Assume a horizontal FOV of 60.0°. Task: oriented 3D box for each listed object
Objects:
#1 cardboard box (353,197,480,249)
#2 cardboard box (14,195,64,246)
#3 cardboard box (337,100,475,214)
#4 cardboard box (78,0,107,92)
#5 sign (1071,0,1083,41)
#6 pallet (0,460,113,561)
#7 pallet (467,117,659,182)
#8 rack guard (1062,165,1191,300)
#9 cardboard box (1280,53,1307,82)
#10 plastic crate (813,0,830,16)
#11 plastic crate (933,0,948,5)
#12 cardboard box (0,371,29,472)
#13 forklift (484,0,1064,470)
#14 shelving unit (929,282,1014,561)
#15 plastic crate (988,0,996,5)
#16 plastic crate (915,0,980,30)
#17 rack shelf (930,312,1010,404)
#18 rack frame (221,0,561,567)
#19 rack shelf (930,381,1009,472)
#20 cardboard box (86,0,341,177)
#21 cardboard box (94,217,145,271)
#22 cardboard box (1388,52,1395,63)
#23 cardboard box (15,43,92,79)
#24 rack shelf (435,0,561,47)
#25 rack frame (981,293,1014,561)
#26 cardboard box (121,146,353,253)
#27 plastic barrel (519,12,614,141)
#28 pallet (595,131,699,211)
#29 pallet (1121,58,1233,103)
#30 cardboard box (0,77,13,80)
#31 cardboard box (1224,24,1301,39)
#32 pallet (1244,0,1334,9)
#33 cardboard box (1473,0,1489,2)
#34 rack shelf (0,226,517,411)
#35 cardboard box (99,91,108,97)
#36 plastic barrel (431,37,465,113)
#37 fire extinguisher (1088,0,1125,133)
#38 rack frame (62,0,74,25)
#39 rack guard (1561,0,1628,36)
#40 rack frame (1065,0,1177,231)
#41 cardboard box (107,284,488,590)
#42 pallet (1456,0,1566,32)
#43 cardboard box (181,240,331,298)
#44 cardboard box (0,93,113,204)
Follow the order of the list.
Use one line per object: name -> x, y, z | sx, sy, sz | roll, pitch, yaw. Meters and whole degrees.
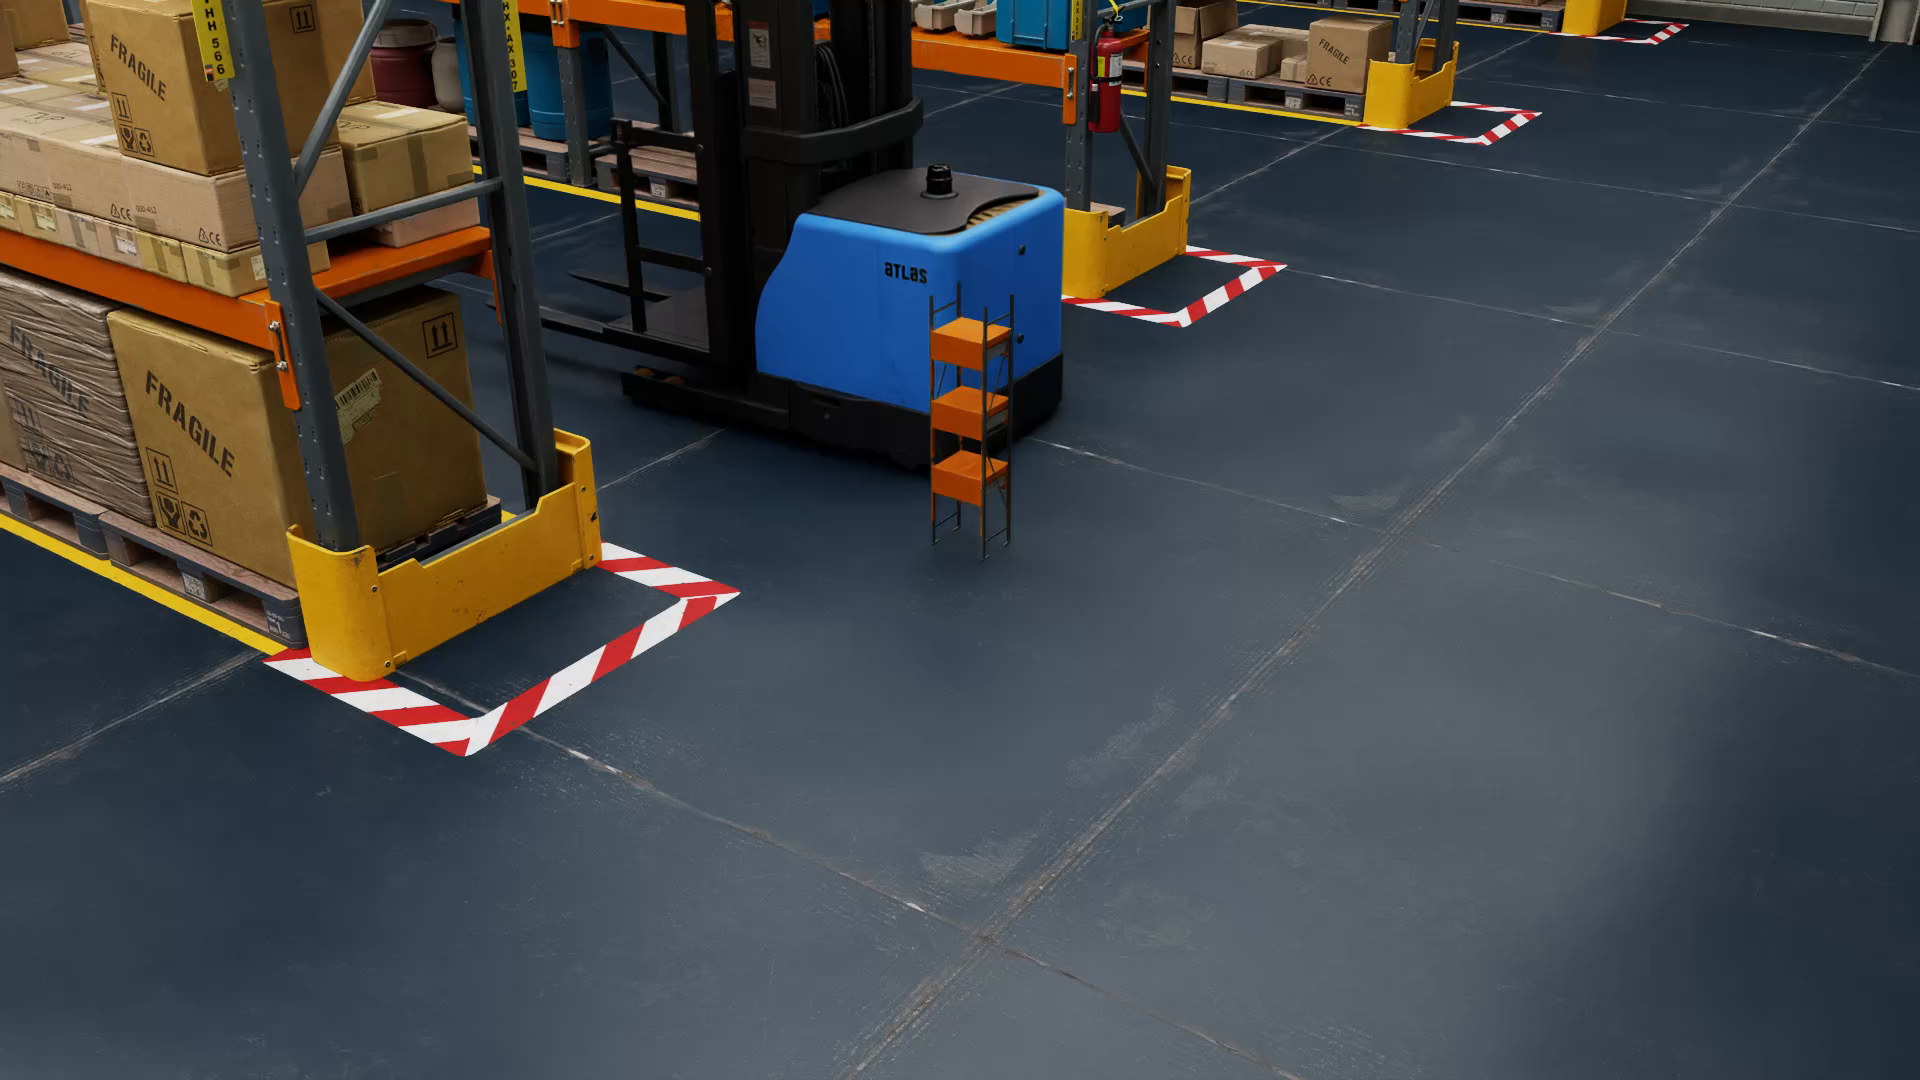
cardboard box -> -1.992, -1.202, 6.082 | 0.250, 0.149, 0.380 | 18, 32, 31
cardboard box -> -3.208, -1.218, 6.112 | 0.250, 0.149, 0.380 | 17, 31, 29
cardboard box -> -2.129, -1.389, 6.010 | 0.500, 0.250, 0.500 | 16, 31, 29
cardboard box -> -2.971, -1.983, 6.350 | 0.500, 0.500, 0.500 | 16, 31, 29
sign -> 0.620, -2.814, 8.793 | 0.005, 0.325, 0.100 | 17, 32, 30
pallet -> -3.591, -0.346, 7.198 | 1.213, 0.211, 1.003 | 17, 32, 30
pallet -> -2.991, -2.949, 12.313 | 1.213, 0.211, 1.003 | 17, 32, 30
rack guard -> 0.946, -1.836, 9.806 | 0.348, 0.500, 1.175 | 17, 32, 30
cardboard box -> 2.856, -3.921, 13.786 | 0.250, 0.166, 0.380 | 17, 32, 30
plastic crate -> -0.919, -3.335, 10.114 | 0.300, 0.233, 0.416 | 17, 32, 30
plastic crate -> -0.184, -3.428, 10.297 | 0.300, 0.233, 0.416 | 17, 32, 30
cardboard box -> -3.942, -0.936, 7.162 | 0.875, 0.875, 0.875 | 17, 32, 30
forklift -> -1.033, -2.105, 7.654 | 3.031, 2.935, 1.130 | 16, 31, 29
shelving unit -> 0.044, -0.454, 6.485 | 0.252, 1.050, 0.215 | 17, 32, 30
plastic crate -> 0.359, -3.259, 9.965 | 0.300, 0.233, 0.416 | 17, 32, 30
plastic crate -> -0.087, -3.082, 9.723 | 0.243, 0.136, 0.396 | 17, 32, 30
rack shelf -> 0.044, -0.698, 6.361 | 0.240, 0.259, 0.215 | 17, 32, 30
rack frame -> -1.886, -1.100, 5.603 | 0.127, 3.000, 1.000 | 17, 32, 30
rack shelf -> 0.044, -0.445, 6.490 | 0.240, 0.259, 0.215 | 17, 32, 30
cardboard box -> -2.436, -1.526, 5.453 | 0.500, 0.500, 0.500 | 18, 32, 31
cardboard box -> -2.788, -1.087, 5.856 | 0.250, 0.149, 0.380 | 17, 32, 30
cardboard box -> 3.575, -3.964, 13.889 | 0.250, 0.149, 0.380 | 17, 32, 30
cardboard box -> -3.822, -1.914, 7.042 | 0.500, 0.250, 0.500 | 18, 32, 31
rack shelf -> -4.027, -4.171, 12.433 | 4.000, 0.370, 1.077 | 17, 32, 30
rack frame -> 0.145, -0.423, 6.423 | 0.008, 1.050, 0.200 | 17, 32, 30
cardboard box -> -2.435, -1.190, 5.619 | 0.500, 0.250, 0.500 | 17, 31, 30
plastic barrel -> -2.817, -3.376, 11.928 | 0.708, 0.901, 0.600 | 17, 32, 30
pallet -> -1.751, -2.561, 11.550 | 1.213, 0.211, 1.003 | 17, 32, 30
pallet -> 2.004, -4.097, 14.568 | 1.213, 0.211, 1.003 | 17, 32, 30
cardboard box -> -4.107, -1.713, 6.647 | 0.500, 0.250, 0.500 | 18, 32, 32
cardboard box -> 2.614, -4.275, 14.390 | 0.500, 0.250, 0.500 | 17, 32, 30
pallet -> 3.813, -6.215, 18.730 | 1.213, 0.211, 1.003 | 17, 32, 30
cardboard box -> 5.481, -5.999, 17.524 | 0.500, 0.500, 0.700 | 17, 32, 30
rack shelf -> -3.534, -1.292, 6.776 | 4.000, 0.370, 1.077 | 17, 32, 30
cardboard box -> -2.973, -1.651, 6.524 | 0.500, 0.250, 0.500 | 16, 31, 29
plastic barrel -> -3.816, -3.563, 12.724 | 0.421, 0.512, 0.421 | 0, 27, 0
fire extinguisher -> 0.786, -2.542, 8.934 | 0.183, 0.674, 0.296 | 17, 32, 30
rack frame -> -8.973, -6.033, 15.297 | 0.127, 3.000, 1.000 | 17, 32, 30
rack guard -> 6.547, -5.535, 17.075 | 0.348, 0.500, 1.175 | 17, 32, 30
rack frame -> 0.919, -2.951, 9.242 | 0.127, 3.000, 1.000 | 17, 32, 30
cardboard box -> -2.459, -0.474, 6.254 | 0.875, 0.875, 0.875 | 17, 32, 30
pallet -> 5.824, -5.588, 17.498 | 1.213, 0.211, 1.003 | 17, 32, 30
cardboard box -> -2.366, -0.956, 5.598 | 0.250, 0.149, 0.380 | 18, 32, 31
cardboard box -> -3.273, -1.452, 6.132 | 0.500, 0.250, 0.500 | 16, 31, 29
